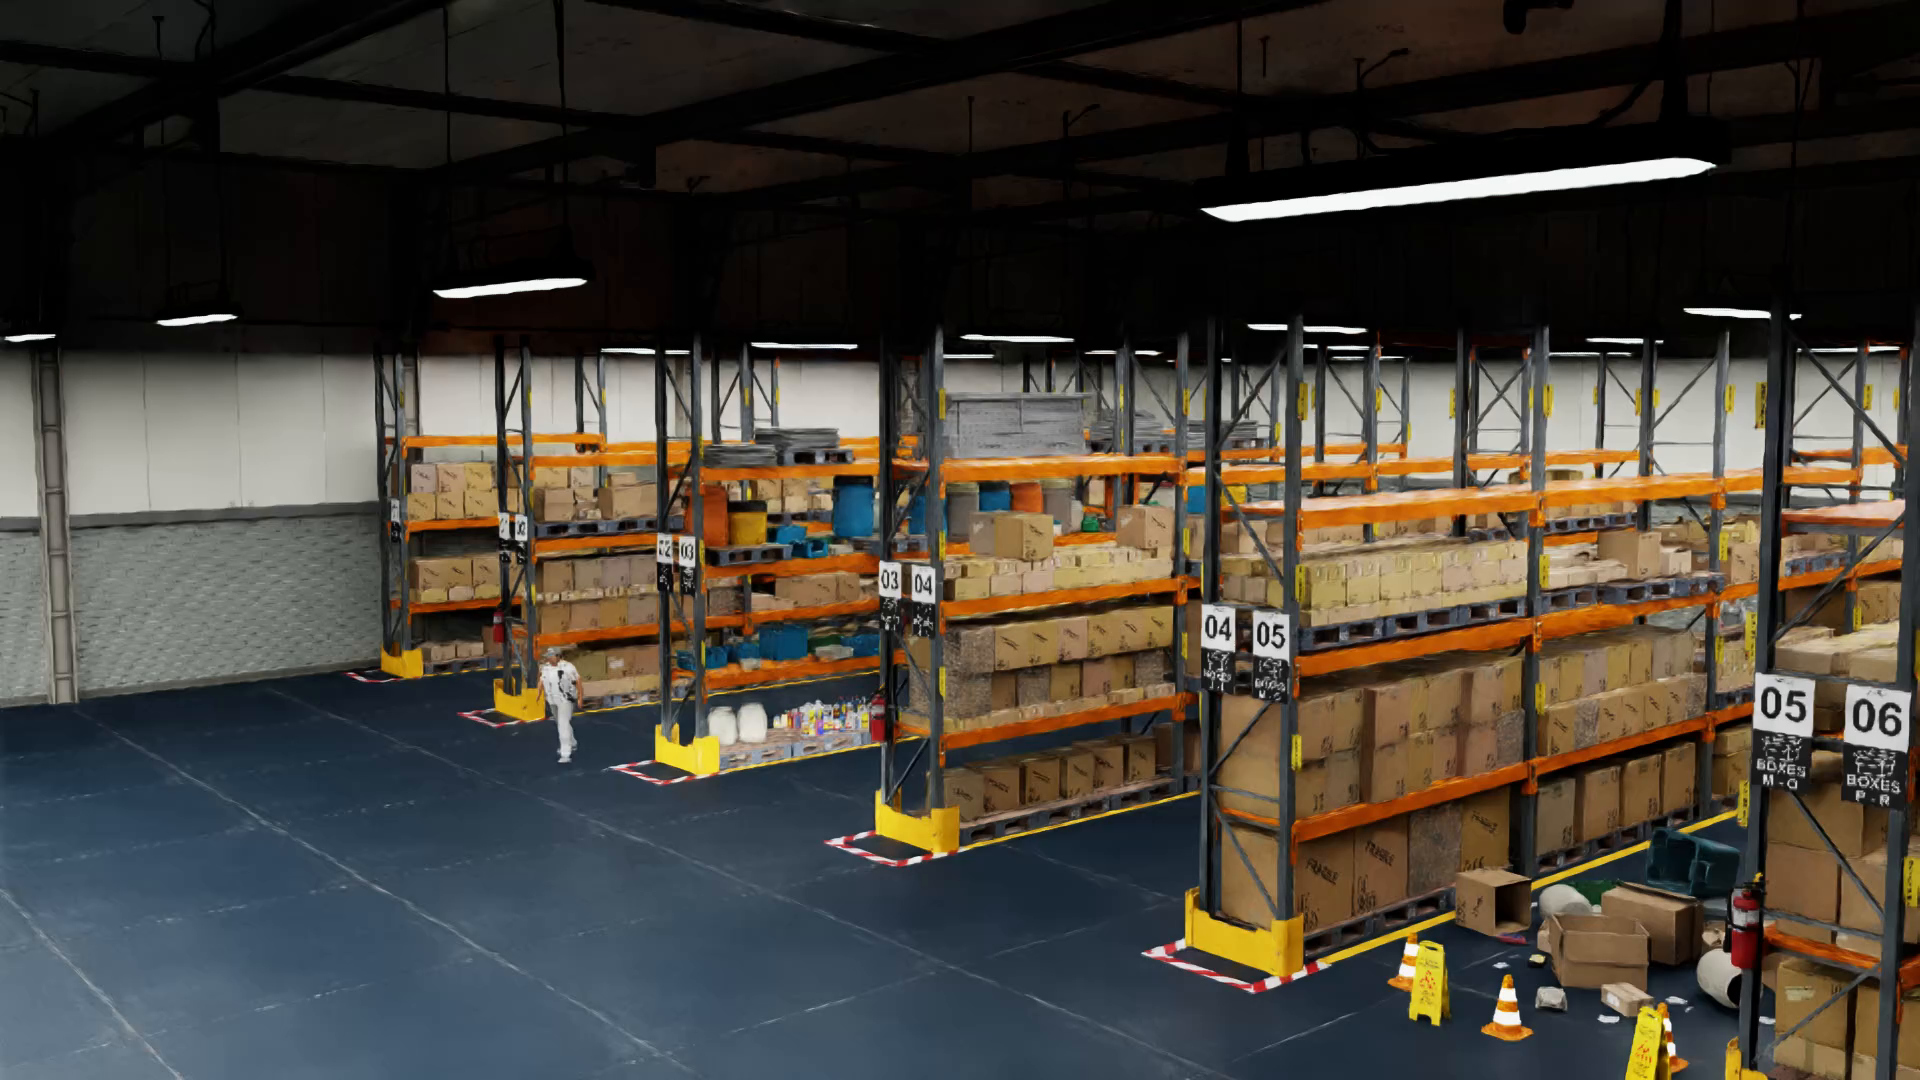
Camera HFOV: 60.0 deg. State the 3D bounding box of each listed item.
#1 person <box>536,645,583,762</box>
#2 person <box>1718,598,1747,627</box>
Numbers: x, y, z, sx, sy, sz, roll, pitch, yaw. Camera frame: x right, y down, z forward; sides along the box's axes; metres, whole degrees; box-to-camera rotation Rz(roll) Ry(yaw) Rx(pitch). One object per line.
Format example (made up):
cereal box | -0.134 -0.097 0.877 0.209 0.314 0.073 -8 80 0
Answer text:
person | -5.537 2.248 23.240 0.664 1.598 0.797 3 6 30
person | 14.178 1.617 30.533 0.562 1.518 0.782 3 6 32
